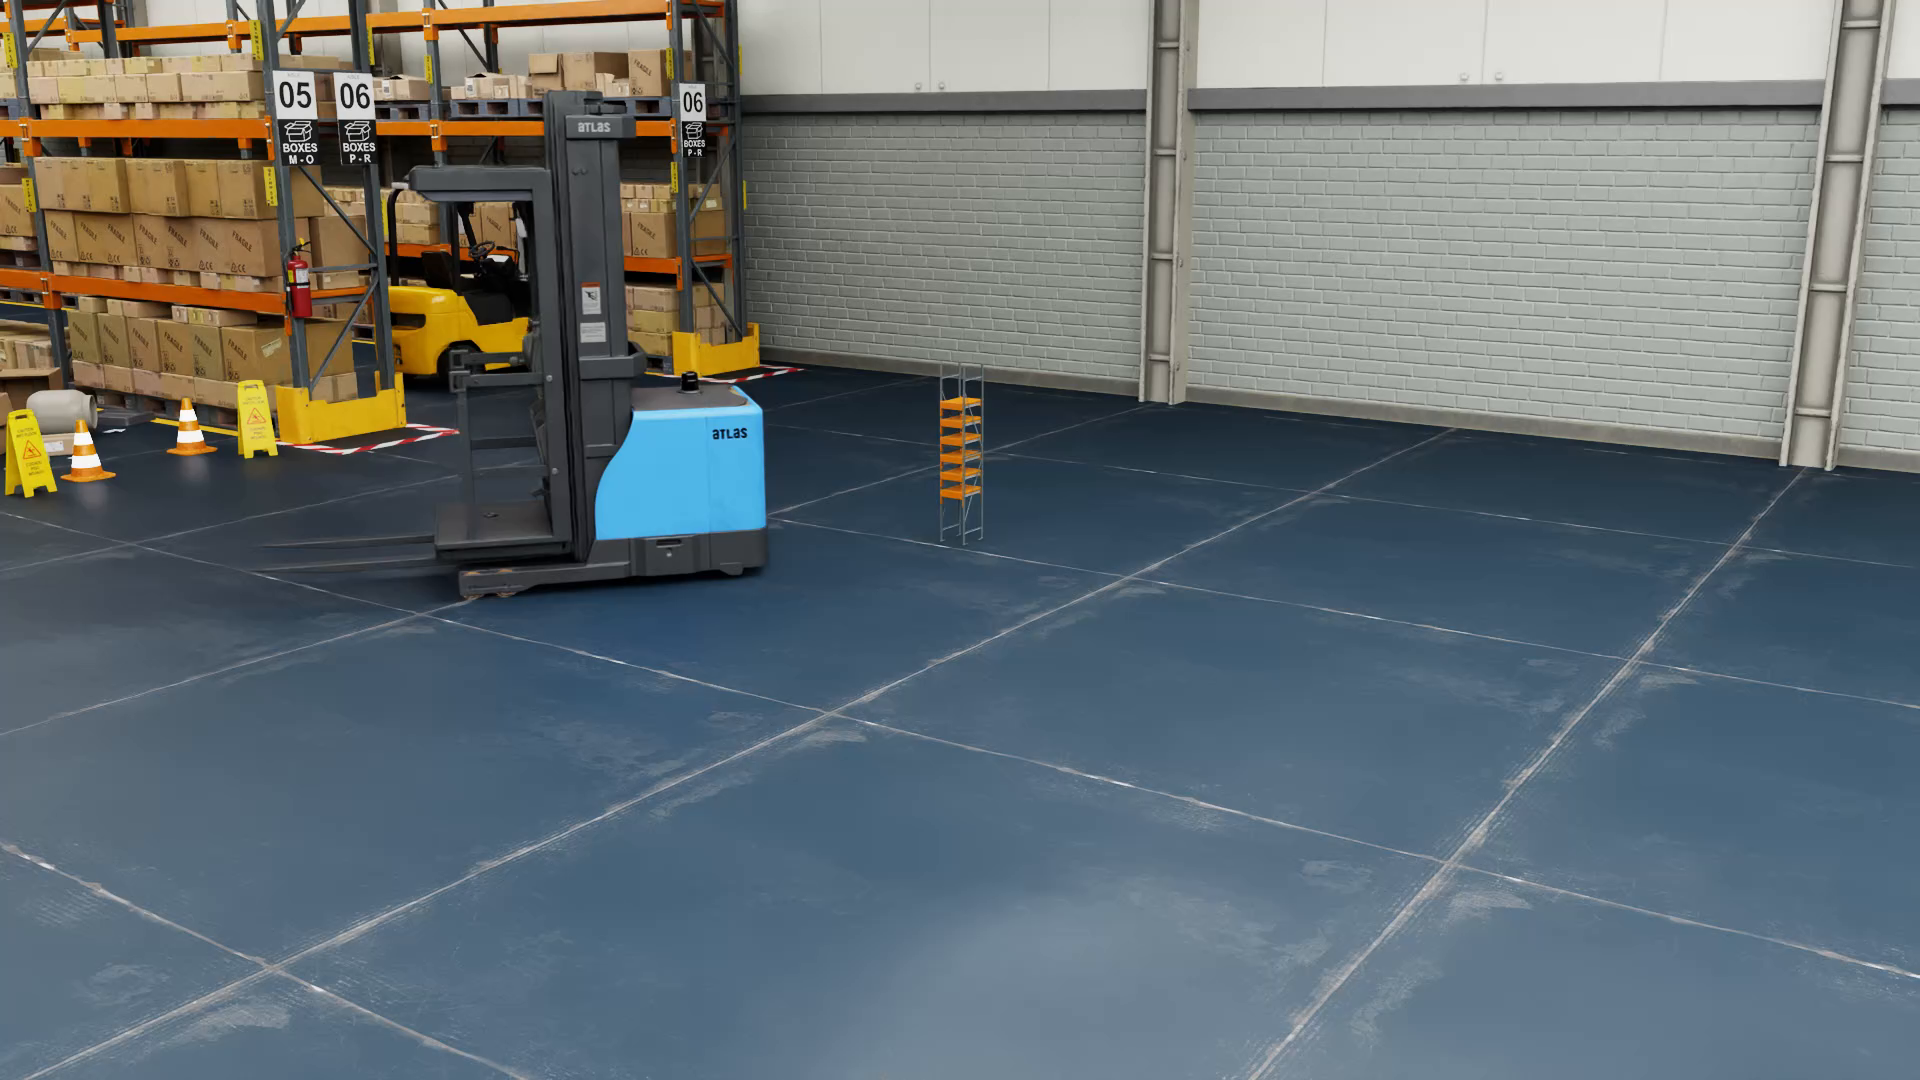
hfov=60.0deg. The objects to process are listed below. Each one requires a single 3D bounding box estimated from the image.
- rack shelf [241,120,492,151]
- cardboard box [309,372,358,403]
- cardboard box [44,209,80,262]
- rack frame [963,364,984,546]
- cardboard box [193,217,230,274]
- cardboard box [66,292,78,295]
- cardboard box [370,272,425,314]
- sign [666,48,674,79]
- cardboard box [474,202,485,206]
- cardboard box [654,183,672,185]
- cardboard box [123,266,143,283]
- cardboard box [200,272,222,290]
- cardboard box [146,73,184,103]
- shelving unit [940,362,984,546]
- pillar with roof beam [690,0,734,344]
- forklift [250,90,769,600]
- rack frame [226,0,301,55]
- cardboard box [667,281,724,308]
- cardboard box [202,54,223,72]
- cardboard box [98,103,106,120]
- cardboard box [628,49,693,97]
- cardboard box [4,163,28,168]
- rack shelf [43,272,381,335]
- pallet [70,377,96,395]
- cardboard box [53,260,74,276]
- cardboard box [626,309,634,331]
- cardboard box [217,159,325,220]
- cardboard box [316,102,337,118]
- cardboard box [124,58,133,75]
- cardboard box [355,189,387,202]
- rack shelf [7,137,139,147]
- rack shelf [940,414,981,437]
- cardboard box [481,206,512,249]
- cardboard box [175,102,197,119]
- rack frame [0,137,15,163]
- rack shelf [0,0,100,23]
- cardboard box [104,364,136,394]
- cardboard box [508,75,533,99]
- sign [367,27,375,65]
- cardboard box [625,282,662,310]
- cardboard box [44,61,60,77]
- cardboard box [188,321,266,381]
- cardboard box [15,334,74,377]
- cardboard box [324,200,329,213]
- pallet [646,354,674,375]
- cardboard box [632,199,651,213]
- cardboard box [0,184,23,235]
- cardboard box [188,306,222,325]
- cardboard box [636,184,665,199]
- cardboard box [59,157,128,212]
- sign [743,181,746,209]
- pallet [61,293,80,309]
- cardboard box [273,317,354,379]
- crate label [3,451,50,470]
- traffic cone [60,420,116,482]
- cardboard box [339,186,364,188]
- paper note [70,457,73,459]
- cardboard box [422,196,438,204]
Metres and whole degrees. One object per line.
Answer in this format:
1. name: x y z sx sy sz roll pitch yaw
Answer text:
1. rack shelf: -7.801 -5.329 21.861 4.000 0.370 1.077 9 17 33
2. cardboard box: -6.104 -1.459 15.824 0.500 0.250 0.500 9 17 32
3. cardboard box: -8.699 -3.042 16.541 0.500 0.500 0.500 9 17 33
4. rack frame: 0.088 -0.568 11.122 0.006 1.200 0.240 9 17 33
5. cardboard box: -6.606 -2.706 15.184 0.500 0.500 0.500 9 17 33
6. cardboard box: -13.702 -3.967 25.922 0.258 0.266 0.396 10 17 35
7. cardboard box: -7.220 -3.178 21.987 0.625 0.625 0.875 9 17 32
8. sign: -3.137 -5.158 17.998 0.005 0.325 0.100 9 17 33
9. cardboard box: -5.808 -4.187 20.438 0.250 0.149 0.380 10 17 34
10. cardboard box: -3.407 -4.087 19.413 0.250 0.149 0.380 10 17 34
11. cardboard box: -7.770 -2.562 15.952 0.250 0.149 0.380 9 17 33
12. cardboard box: -6.722 -2.391 15.264 0.250 0.149 0.380 10 17 34
13. cardboard box: -7.014 -4.106 15.117 0.500 0.250 0.500 10 17 34
14. shelving unit: 0.012 -0.580 11.171 0.189 1.200 0.258 9 17 33
15. pillar with roof beam: -5.300 -5.744 15.799 0.400 9.000 9.100 9 17 33
16. forklift: -2.774 -1.209 10.106 3.031 2.935 1.130 -4 14 -16
17. rack frame: -9.460 -7.402 22.498 0.127 3.000 1.000 9 17 33
18. cardboard box: -3.115 -2.874 19.457 0.500 0.250 0.500 9 16 32
19. cardboard box: -6.449 -4.207 14.698 0.250 0.149 0.380 9 16 32
20. cardboard box: -7.932 -4.070 15.801 0.250 0.149 0.380 9 16 31
21. cardboard box: -3.325 -5.185 18.493 0.500 0.500 0.500 10 17 35
22. cardboard box: -14.628 -5.683 26.169 0.500 0.500 0.500 10 17 34
23. rack shelf: -7.249 -2.346 16.054 4.000 0.370 1.077 9 17 33
24. pallet: -9.555 -1.714 17.807 1.213 0.211 1.003 9 17 33
25. cardboard box: -8.826 -2.735 16.653 0.250 0.149 0.380 9 17 33
26. cardboard box: -3.811 -2.601 19.397 0.500 0.250 0.500 9 17 32
27. cardboard box: -6.135 -3.130 14.817 0.500 0.500 0.700 9 16 31
28. cardboard box: -5.683 -3.870 14.995 0.250 0.149 0.380 9 17 33
29. cardboard box: -7.493 -4.385 15.416 0.250 0.149 0.380 10 17 34
30. cardboard box: -7.625 -4.484 21.636 0.250 0.149 0.380 9 17 33
31. rack shelf: -14.439 -6.401 26.195 4.000 0.370 1.077 9 17 33
32. rack shelf: 0.012 -0.770 11.124 0.180 0.103 0.258 9 17 33
33. cardboard box: -5.477 -3.824 20.320 0.500 0.500 0.500 10 17 34
34. cardboard box: -6.874 -3.893 15.090 0.250 0.149 0.380 9 17 32
35. rack frame: -16.099 -5.563 27.552 0.127 3.000 1.000 9 17 33
36. rack shelf: -10.568 -5.600 17.548 4.000 0.370 1.077 9 17 33
37. cardboard box: -8.120 -1.630 16.514 0.500 0.250 0.500 10 17 36
38. cardboard box: -5.079 -5.337 19.596 0.258 0.266 0.396 9 16 31
39. sign: -5.287 -4.415 14.856 0.005 0.325 0.100 9 17 33
40. cardboard box: -3.805 -2.838 19.314 0.500 0.250 0.500 10 17 34
41. cardboard box: -8.597 -4.548 16.074 0.250 0.149 0.380 10 17 34
42. cardboard box: -6.835 -1.785 15.578 0.500 0.500 0.500 10 17 35
43. cardboard box: -9.345 -1.961 17.599 0.625 0.372 0.950 9 17 34
44. cardboard box: -8.389 -4.410 22.169 0.500 0.250 0.500 9 16 31
45. pallet: -3.480 -2.158 19.600 1.213 0.211 1.003 9 17 33
46. cardboard box: -3.495 -3.799 18.871 0.250 0.149 0.380 9 17 34
47. cardboard box: -9.832 -3.442 17.286 0.500 0.500 0.500 9 17 33
48. cardboard box: -6.949 -2.100 15.504 0.250 0.149 0.380 10 17 34
49. cardboard box: -3.459 -3.958 18.892 0.250 0.149 0.380 9 17 33
50. cardboard box: -8.253 -3.466 16.176 0.500 0.500 0.700 9 17 33
51. sign: -2.507 -3.986 19.215 0.005 0.325 0.100 9 17 33
52. pallet: -13.349 -3.765 26.093 1.213 0.211 1.003 9 17 33
53. cardboard box: -6.124 -1.826 15.746 0.500 0.500 0.500 9 16 31
54. crate label: -7.690 -0.664 13.720 0.298 0.136 0.250 1 14 4
55. traffic cone: -7.003 -0.729 13.305 0.334 0.463 0.336 9 17 33
56. cardboard box: -8.201 -4.721 22.593 0.250 0.149 0.380 9 17 32
57. paper note: -7.485 -0.716 14.150 0.142 0.019 0.148 3 14 14
58. cardboard box: -6.549 -4.318 20.968 0.250 0.149 0.380 10 17 35
